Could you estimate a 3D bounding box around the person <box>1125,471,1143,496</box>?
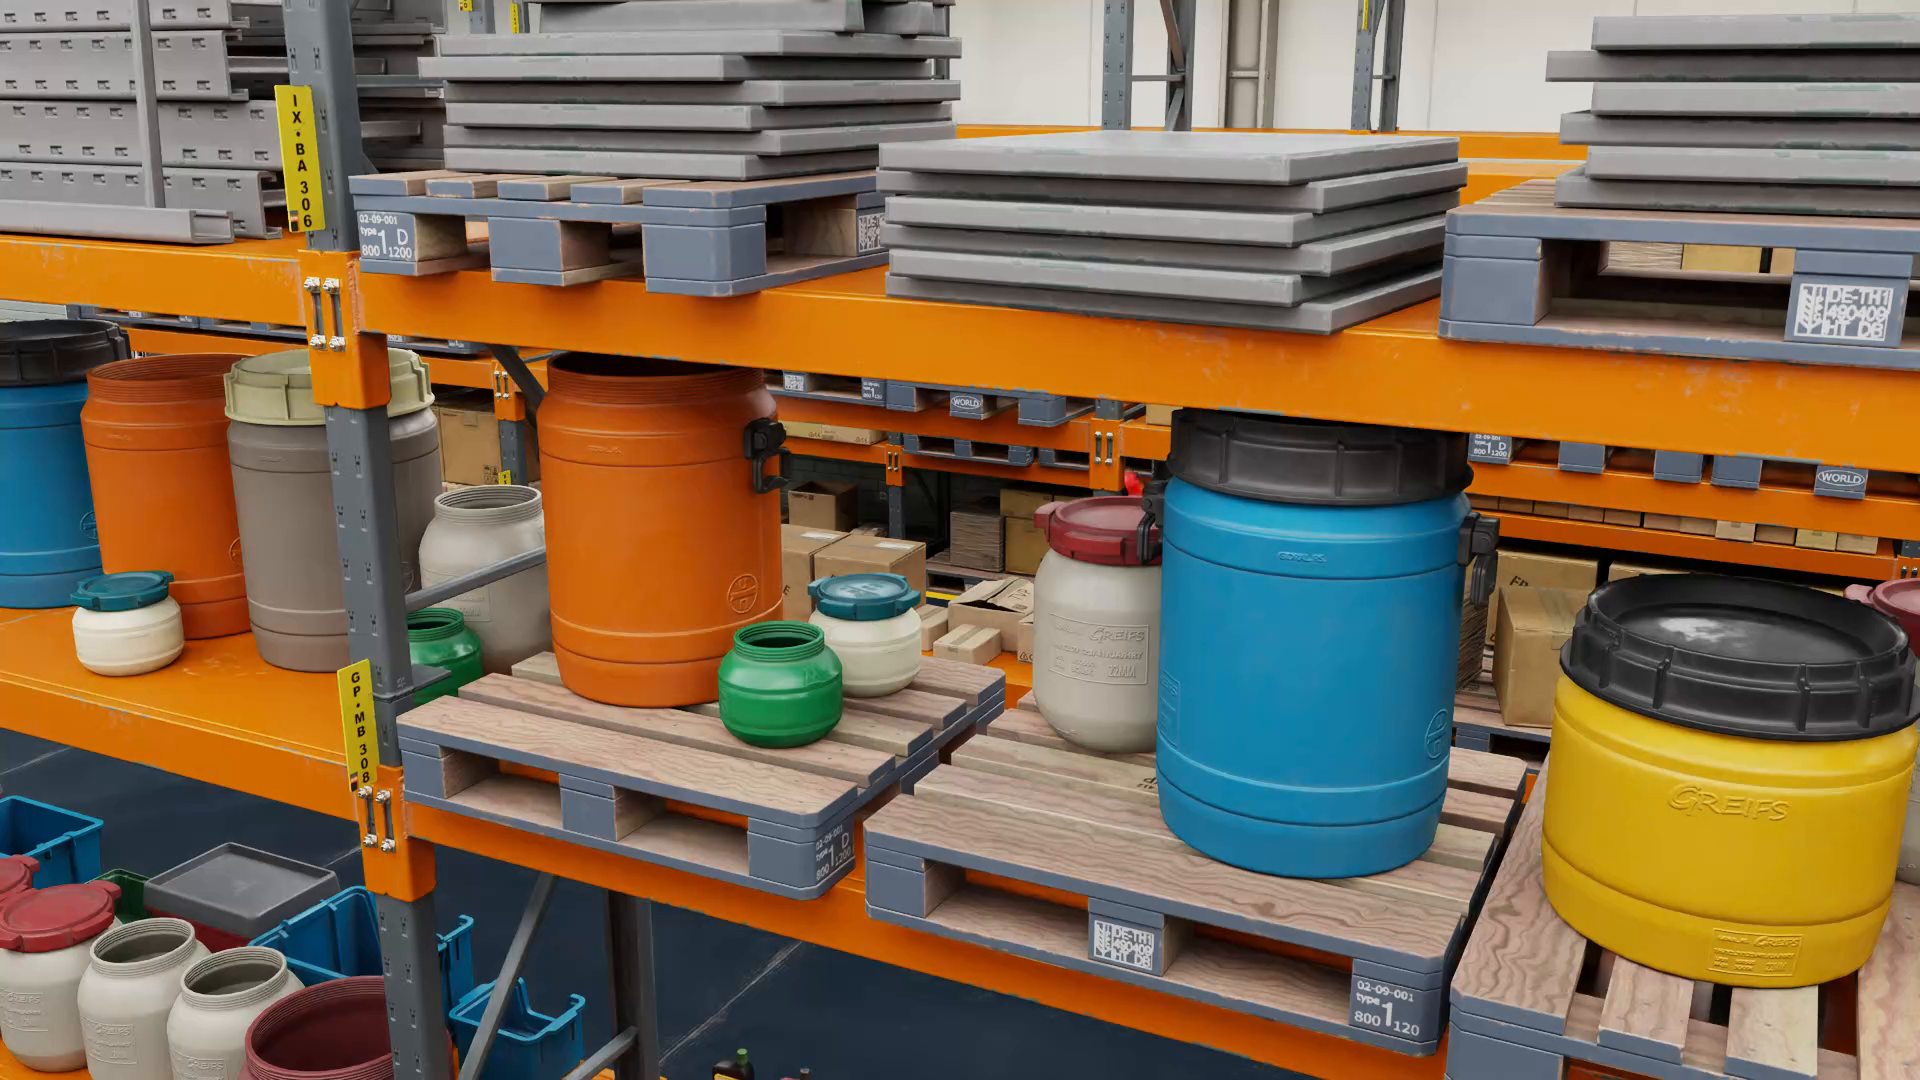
[{"bbox_3d":[1.062,0.261,12.794,0.715,1.654,0.482,7,17,25],"label":"person"}]
